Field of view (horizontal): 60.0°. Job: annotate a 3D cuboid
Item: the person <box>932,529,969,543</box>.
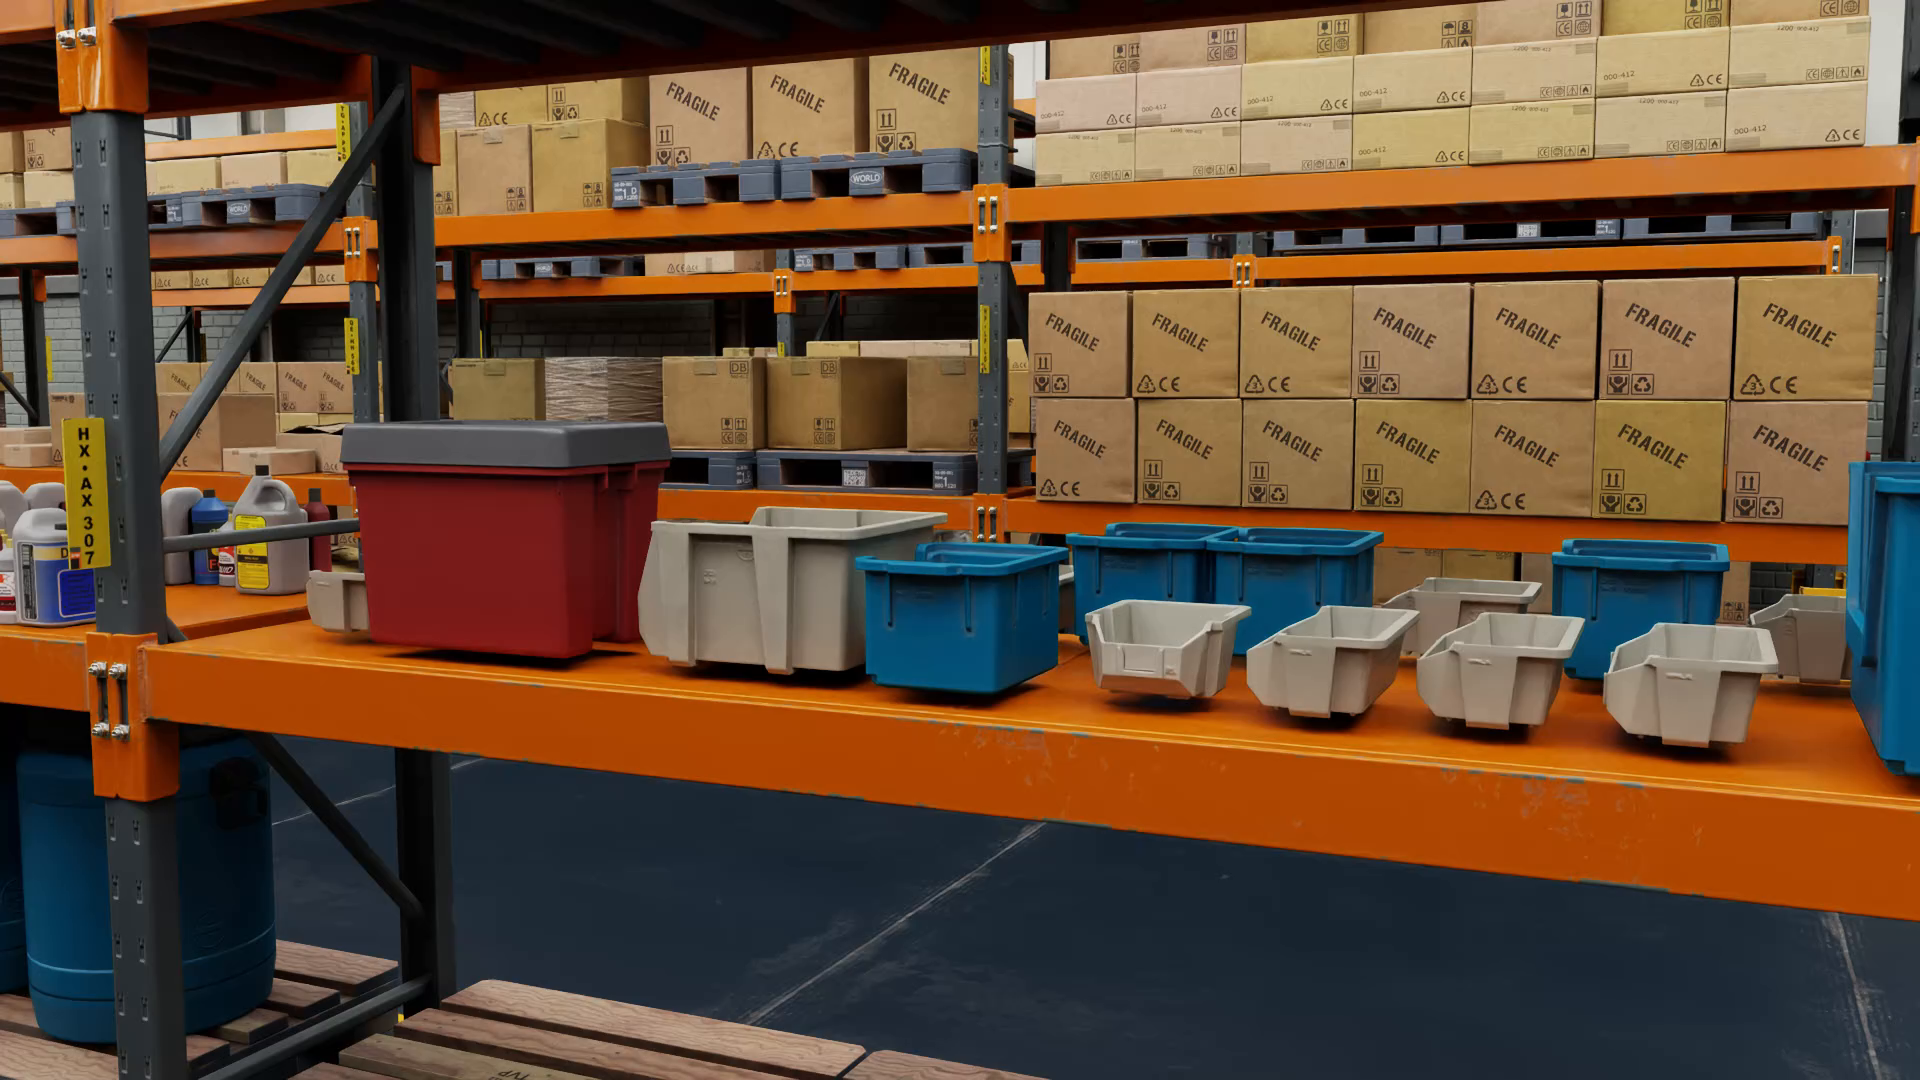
[{"bbox_3d":[-0.130,-0.169,12.066,0.572,1.786,0.587,-1,6,-7],"label":"person"}]
